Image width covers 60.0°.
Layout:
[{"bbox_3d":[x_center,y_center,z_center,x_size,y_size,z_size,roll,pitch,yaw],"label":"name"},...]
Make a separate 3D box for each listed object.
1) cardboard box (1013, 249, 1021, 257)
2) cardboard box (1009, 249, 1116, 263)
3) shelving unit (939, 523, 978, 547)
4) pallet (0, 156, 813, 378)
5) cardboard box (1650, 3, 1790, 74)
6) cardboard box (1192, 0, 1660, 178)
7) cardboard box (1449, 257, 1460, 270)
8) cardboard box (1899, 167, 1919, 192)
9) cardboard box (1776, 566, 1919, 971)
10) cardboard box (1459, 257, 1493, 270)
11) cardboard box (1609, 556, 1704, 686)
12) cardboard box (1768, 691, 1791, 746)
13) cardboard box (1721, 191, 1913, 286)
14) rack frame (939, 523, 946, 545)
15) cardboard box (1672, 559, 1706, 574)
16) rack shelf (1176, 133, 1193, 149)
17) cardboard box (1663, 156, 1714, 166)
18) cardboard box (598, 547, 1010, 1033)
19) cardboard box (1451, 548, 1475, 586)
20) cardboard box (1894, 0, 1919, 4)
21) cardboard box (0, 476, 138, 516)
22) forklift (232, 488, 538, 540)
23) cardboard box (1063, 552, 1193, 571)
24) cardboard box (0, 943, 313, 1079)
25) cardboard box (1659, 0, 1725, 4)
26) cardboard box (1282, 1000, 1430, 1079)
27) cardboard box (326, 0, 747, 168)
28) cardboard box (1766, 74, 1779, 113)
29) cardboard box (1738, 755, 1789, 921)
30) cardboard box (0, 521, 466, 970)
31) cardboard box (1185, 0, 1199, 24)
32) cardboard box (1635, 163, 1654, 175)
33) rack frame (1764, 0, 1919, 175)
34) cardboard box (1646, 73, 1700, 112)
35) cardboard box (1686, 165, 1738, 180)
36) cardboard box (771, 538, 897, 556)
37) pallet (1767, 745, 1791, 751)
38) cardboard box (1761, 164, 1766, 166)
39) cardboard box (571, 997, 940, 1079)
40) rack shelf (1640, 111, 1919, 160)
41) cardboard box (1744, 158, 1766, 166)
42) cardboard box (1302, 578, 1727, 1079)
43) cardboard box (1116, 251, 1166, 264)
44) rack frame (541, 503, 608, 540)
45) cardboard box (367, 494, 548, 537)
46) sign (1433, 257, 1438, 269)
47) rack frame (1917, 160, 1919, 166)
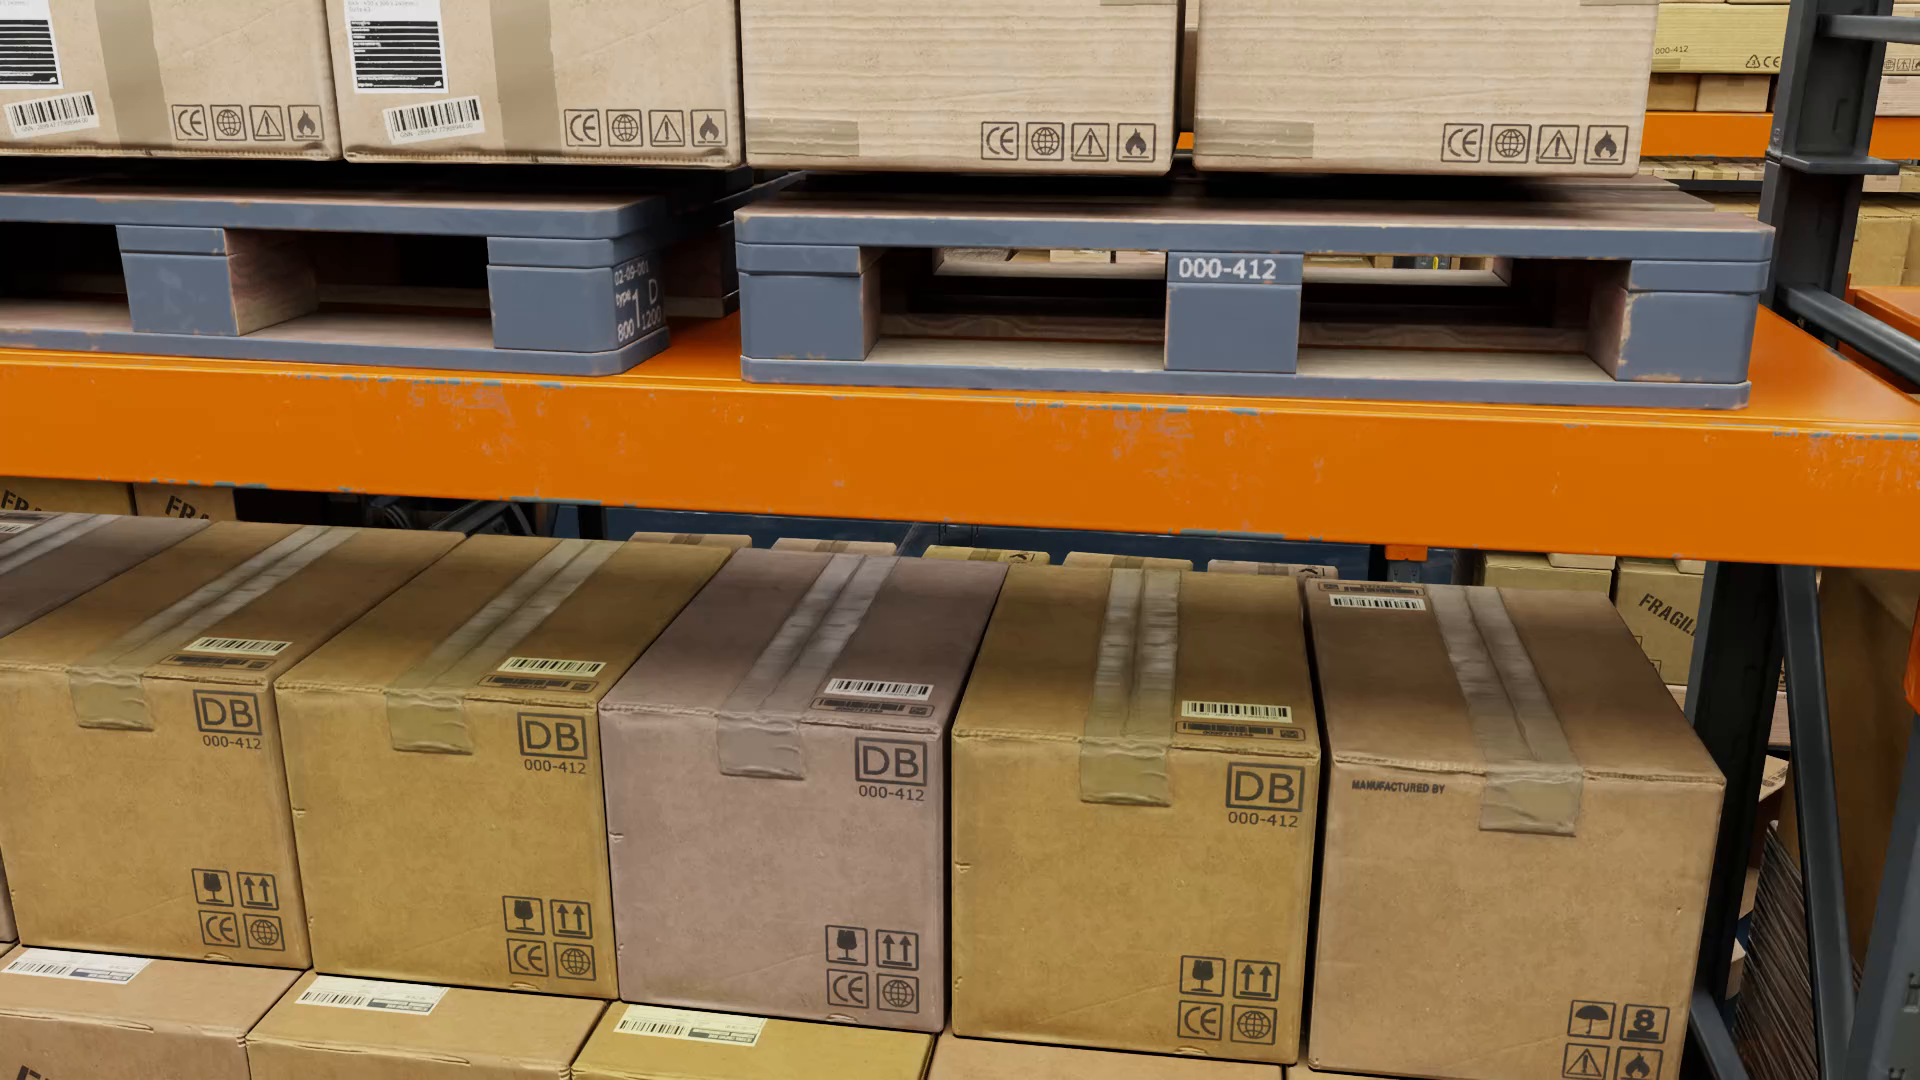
[{"bbox_3d":[0.062,-1.167,7.776,0.500,0.500,0.500,2,19,6],"label":"cardboard box"},{"bbox_3d":[0.478,-0.981,7.219,0.500,0.500,0.500,4,19,11],"label":"cardboard box"},{"bbox_3d":[-0.008,-0.427,10.162,0.210,0.900,0.258,3,19,9],"label":"shelving unit"},{"bbox_3d":[-0.917,-0.497,2.631,1.213,0.211,1.003,4,19,11],"label":"pallet"},{"bbox_3d":[2.871,-1.951,6.447,0.500,0.250,0.500,3,19,8],"label":"cardboard box"},{"bbox_3d":[0.561,-0.617,2.110,0.500,0.250,0.500,3,19,9],"label":"cardboard box"},{"bbox_3d":[3.667,-2.067,11.596,0.500,0.500,0.500,3,19,10],"label":"cardboard box"},{"bbox_3d":[6.315,-2.392,11.075,0.250,0.149,0.380,3,19,9],"label":"cardboard box"},{"bbox_3d":[1.643,0.412,2.405,0.550,0.550,0.875,3,19,9],"label":"cardboard box"},{"bbox_3d":[2.369,-1.162,6.847,0.500,0.500,0.700,3,19,8],"label":"cardboard box"},{"bbox_3d":[3.039,0.297,7.178,0.500,0.500,0.500,4,19,11],"label":"cardboard box"},{"bbox_3d":[3.562,0.679,7.219,0.500,0.250,0.500,3,19,8],"label":"cardboard box"},{"bbox_3d":[3.362,-1.096,6.649,0.500,0.500,0.700,3,19,7],"label":"cardboard box"},{"bbox_3d":[-0.108,-0.432,10.177,0.006,0.900,0.240,3,19,9],"label":"rack frame"},{"bbox_3d":[3.131,0.017,6.994,0.250,0.149,0.380,4,19,11],"label":"cardboard box"},{"bbox_3d":[-0.005,-1.772,7.277,4.000,0.370,1.077,3,19,9],"label":"rack shelf"},{"bbox_3d":[5.139,-2.623,11.766,0.250,0.149,0.380,2,19,7],"label":"cardboard box"},{"bbox_3d":[-0.214,0.371,2.734,0.500,0.500,0.700,3,19,9],"label":"cardboard box"},{"bbox_3d":[2.596,0.105,7.751,0.500,0.500,0.500,3,19,8],"label":"cardboard box"},{"bbox_3d":[3.523,-2.105,6.278,0.250,0.149,0.380,3,19,8],"label":"cardboard box"},{"bbox_3d":[-4.411,-0.135,8.665,0.875,0.875,0.875,3,19,10],"label":"cardboard box"},{"bbox_3d":[-1.398,0.122,5.320,3.031,2.935,1.130,4,19,11],"label":"forklift"},{"bbox_3d":[0.741,0.397,7.870,0.625,0.372,0.950,4,19,12],"label":"cardboard box"},{"bbox_3d":[-1.265,0.875,2.803,0.500,0.500,0.500,3,19,9],"label":"cardboard box"},{"bbox_3d":[2.749,-2.133,6.362,0.250,0.149,0.380,2,19,7],"label":"cardboard box"},{"bbox_3d":[0.726,0.976,2.500,0.500,0.500,0.500,3,19,8],"label":"cardboard box"},{"bbox_3d":[-0.482,-0.680,2.201,0.500,0.311,0.500,2,19,7],"label":"cardboard box"},{"bbox_3d":[3.253,-1.750,6.474,0.250,0.149,0.380,2,19,7],"label":"cardboard box"},{"bbox_3d":[2.811,1.075,6.299,0.500,0.500,0.500,-15,24,-38],"label":"cardboard box"},{"bbox_3d":[-1.217,0.319,2.888,0.500,0.500,0.700,3,19,8],"label":"cardboard box"},{"bbox_3d":[0.871,-2.151,6.852,0.500,0.250,0.500,3,19,9],"label":"cardboard box"},{"bbox_3d":[4.554,-2.485,11.354,0.250,0.149,0.380,3,19,9],"label":"cardboard box"},{"bbox_3d":[1.284,-1.879,1.736,0.127,3.000,1.000,3,19,9],"label":"rack frame"},{"bbox_3d":[2.750,-1.792,6.600,0.250,0.149,0.380,3,19,9],"label":"cardboard box"},{"bbox_3d":[5.039,-2.424,11.173,0.250,0.149,0.380,3,19,10],"label":"cardboard box"},{"bbox_3d":[-0.694,0.322,8.092,0.625,0.372,0.950,3,19,8],"label":"cardboard box"},{"bbox_3d":[3.846,0.816,7.531,1.213,0.211,1.003,3,19,9],"label":"pallet"},{"bbox_3d":[5.570,-2.435,11.204,0.250,0.149,0.380,3,19,9],"label":"cardboard box"},{"bbox_3d":[-0.272,0.925,2.652,0.500,0.500,0.500,3,19,9],"label":"cardboard box"},{"bbox_3d":[3.944,-1.570,6.675,4.000,0.370,1.077,3,19,9],"label":"rack shelf"},{"bbox_3d":[5.647,-2.573,11.618,0.250,0.149,0.380,3,19,9],"label":"cardboard box"},{"bbox_3d":[0.793,0.422,2.583,0.500,0.500,0.700,3,19,8],"label":"cardboard box"},{"bbox_3d":[0.795,-1.268,7.055,0.250,0.149,0.380,2,19,7],"label":"cardboard box"},{"bbox_3d":[-1.980,-0.791,7.940,0.127,3.000,1.000,3,19,9],"label":"rack frame"},{"bbox_3d":[-2.649,-0.043,8.392,0.875,0.875,0.875,3,19,8],"label":"cardboard box"},{"bbox_3d":[1.885,-0.965,6.634,0.005,0.325,0.100,3,19,9],"label":"sign"},{"bbox_3d":[6.702,-1.944,11.384,0.127,3.000,1.000,3,19,9],"label":"rack frame"}]
